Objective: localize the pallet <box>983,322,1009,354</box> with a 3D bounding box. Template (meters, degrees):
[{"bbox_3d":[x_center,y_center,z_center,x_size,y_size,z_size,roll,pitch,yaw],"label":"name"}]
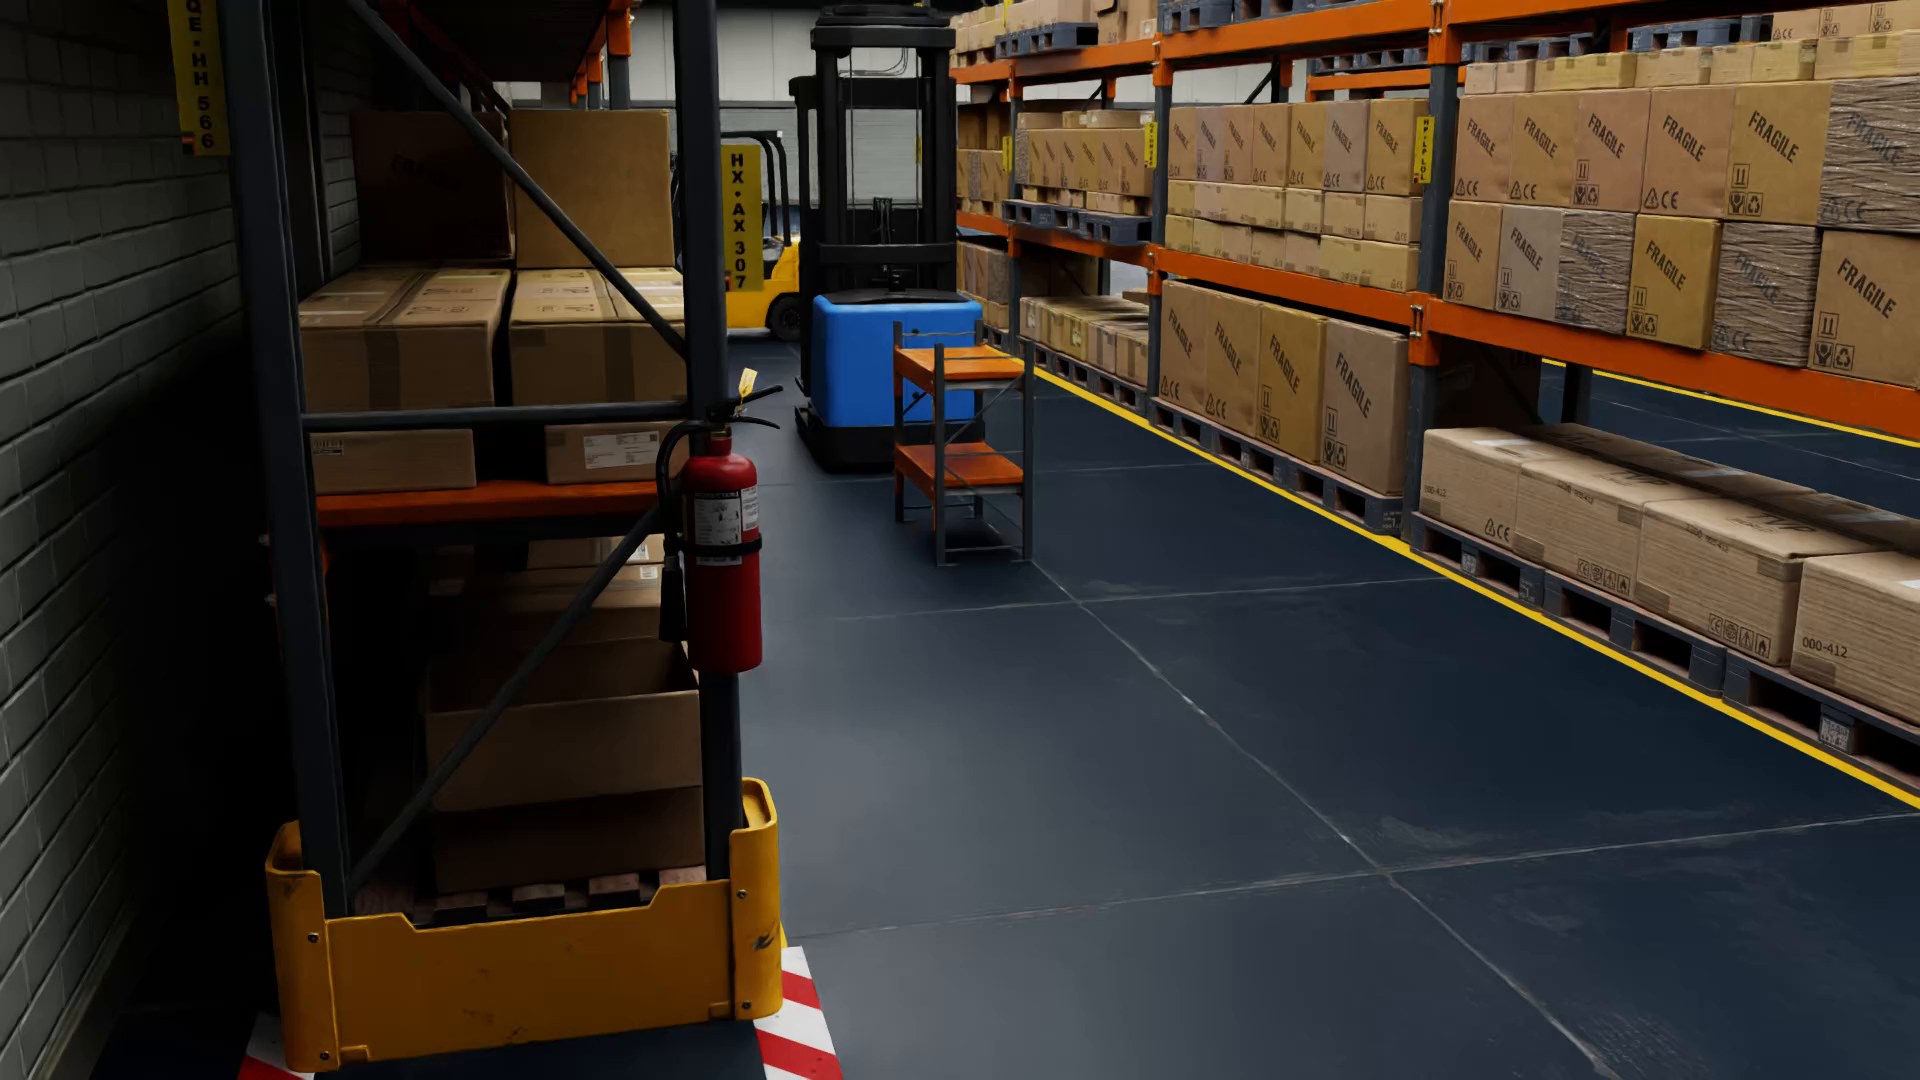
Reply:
[{"bbox_3d":[0.792,-2.115,17.139,1.003,0.211,1.213,-3,14,-13],"label":"pallet"}]

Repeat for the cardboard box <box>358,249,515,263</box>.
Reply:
[{"bbox_3d":[-1.864,-0.901,5.985,0.500,0.250,0.500,-3,14,-12],"label":"cardboard box"}]

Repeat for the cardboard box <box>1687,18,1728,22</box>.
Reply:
[{"bbox_3d":[6.174,-4.584,14.141,0.500,0.311,0.500,-3,14,-13],"label":"cardboard box"}]

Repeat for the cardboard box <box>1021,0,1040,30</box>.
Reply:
[{"bbox_3d":[0.851,-4.631,14.672,0.500,0.250,0.500,-3,14,-14],"label":"cardboard box"}]

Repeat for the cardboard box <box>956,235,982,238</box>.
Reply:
[{"bbox_3d":[-0.029,-3.265,19.299,0.500,0.500,0.500,-4,14,-15],"label":"cardboard box"}]

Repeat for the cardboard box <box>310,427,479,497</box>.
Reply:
[{"bbox_3d":[-1.361,-0.210,3.996,0.380,0.149,0.250,-3,14,-14],"label":"cardboard box"}]

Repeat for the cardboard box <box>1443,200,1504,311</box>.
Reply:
[{"bbox_3d":[2.718,-1.397,8.113,0.500,0.500,0.500,-3,14,-11],"label":"cardboard box"}]

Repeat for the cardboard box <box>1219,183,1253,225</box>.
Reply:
[{"bbox_3d":[2.027,-2.198,10.867,0.500,0.250,0.500,-3,14,-13],"label":"cardboard box"}]

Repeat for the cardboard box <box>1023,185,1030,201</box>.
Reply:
[{"bbox_3d":[0.806,-3.253,15.568,0.380,0.149,0.250,-3,14,-12],"label":"cardboard box"}]

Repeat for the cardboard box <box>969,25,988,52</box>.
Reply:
[{"bbox_3d":[0.393,-5.167,17.125,0.500,0.250,0.500,-4,14,-14],"label":"cardboard box"}]

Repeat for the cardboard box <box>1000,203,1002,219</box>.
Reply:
[{"bbox_3d":[0.612,-3.252,16.445,0.380,0.149,0.250,-3,14,-14],"label":"cardboard box"}]

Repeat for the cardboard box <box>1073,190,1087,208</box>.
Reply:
[{"bbox_3d":[1.176,-2.891,14.085,0.380,0.149,0.250,-4,14,-15],"label":"cardboard box"}]

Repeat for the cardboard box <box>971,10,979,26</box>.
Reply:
[{"bbox_3d":[0.327,-5.395,17.220,0.380,0.149,0.250,-3,14,-13],"label":"cardboard box"}]

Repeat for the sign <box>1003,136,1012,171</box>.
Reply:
[{"bbox_3d":[0.458,-3.705,15.948,0.100,0.325,0.005,-3,14,-13],"label":"sign"}]

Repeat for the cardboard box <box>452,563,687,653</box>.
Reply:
[{"bbox_3d":[-1.237,0.394,5.377,0.700,0.500,0.500,-3,14,-11],"label":"cardboard box"}]

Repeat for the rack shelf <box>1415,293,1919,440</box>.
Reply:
[{"bbox_3d":[3.332,-0.660,6.824,1.077,0.370,4.000,-3,14,-13],"label":"rack shelf"}]

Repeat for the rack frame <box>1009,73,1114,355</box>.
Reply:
[{"bbox_3d":[0.984,-3.317,16.182,1.000,3.000,0.127,-3,14,-13],"label":"rack frame"}]

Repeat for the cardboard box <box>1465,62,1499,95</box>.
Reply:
[{"bbox_3d":[2.684,-2.233,8.063,0.380,0.149,0.250,-3,14,-14],"label":"cardboard box"}]

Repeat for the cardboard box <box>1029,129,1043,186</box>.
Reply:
[{"bbox_3d":[0.933,-3.474,15.104,0.500,0.500,0.500,-3,14,-13],"label":"cardboard box"}]

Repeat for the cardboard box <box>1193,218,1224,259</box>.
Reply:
[{"bbox_3d":[1.931,-2.076,11.422,0.500,0.250,0.500,-4,14,-15],"label":"cardboard box"}]

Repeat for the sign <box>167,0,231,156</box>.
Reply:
[{"bbox_3d":[-1.566,-0.960,3.432,0.100,0.325,0.005,-3,14,-13],"label":"sign"}]

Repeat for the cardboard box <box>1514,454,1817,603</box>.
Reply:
[{"bbox_3d":[3.116,-0.073,7.419,0.875,0.438,0.875,-4,14,-15],"label":"cardboard box"}]

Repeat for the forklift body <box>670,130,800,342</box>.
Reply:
[{"bbox_3d":[-2.561,-3.214,17.549,2.313,2.155,1.214,-3,14,-13],"label":"forklift body"}]

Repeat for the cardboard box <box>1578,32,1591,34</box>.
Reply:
[{"bbox_3d":[6.275,-4.980,15.891,0.500,0.250,0.500,-3,14,-14],"label":"cardboard box"}]

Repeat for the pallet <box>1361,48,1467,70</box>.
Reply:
[{"bbox_3d":[5.306,-5.500,18.986,1.003,0.211,1.213,-3,14,-13],"label":"pallet"}]

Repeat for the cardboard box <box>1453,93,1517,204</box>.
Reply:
[{"bbox_3d":[2.739,-1.882,7.992,0.500,0.500,0.500,-3,14,-13],"label":"cardboard box"}]

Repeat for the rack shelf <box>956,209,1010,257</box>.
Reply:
[{"bbox_3d":[0.514,-3.428,18.156,1.077,0.370,4.000,-3,14,-13],"label":"rack shelf"}]

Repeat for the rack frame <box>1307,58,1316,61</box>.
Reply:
[{"bbox_3d":[4.832,-7.453,20.471,1.000,3.000,0.127,-3,14,-13],"label":"rack frame"}]

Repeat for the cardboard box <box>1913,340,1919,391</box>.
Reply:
[{"bbox_3d":[3.431,-0.693,5.234,0.500,0.500,0.500,-3,14,-13],"label":"cardboard box"}]

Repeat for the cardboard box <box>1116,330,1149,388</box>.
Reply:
[{"bbox_3d":[1.800,-1.452,13.202,0.950,0.372,0.625,-4,14,-17],"label":"cardboard box"}]

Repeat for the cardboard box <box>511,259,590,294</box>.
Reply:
[{"bbox_3d":[-1.248,-0.812,5.619,0.500,0.250,0.500,-4,14,-15],"label":"cardboard box"}]

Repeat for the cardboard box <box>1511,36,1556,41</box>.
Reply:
[{"bbox_3d":[6.016,-5.306,17.440,0.380,0.149,0.250,-4,14,-14],"label":"cardboard box"}]

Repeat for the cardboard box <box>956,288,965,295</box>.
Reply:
[{"bbox_3d":[0.218,-2.663,18.414,0.500,0.250,0.500,-2,14,-9],"label":"cardboard box"}]

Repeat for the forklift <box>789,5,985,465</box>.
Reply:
[{"bbox_3d":[-0.612,-2.211,11.802,1.130,2.935,3.031,-3,14,-10],"label":"forklift"}]

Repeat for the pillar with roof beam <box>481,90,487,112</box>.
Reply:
[{"bbox_3d":[-4.126,-9.673,29.561,9.100,9.000,0.400,-3,14,-13],"label":"pillar with roof beam"}]

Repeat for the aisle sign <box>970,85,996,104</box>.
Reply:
[{"bbox_3d":[0.312,-5.533,19.775,0.394,0.787,0.004,-3,14,-13],"label":"aisle sign"}]

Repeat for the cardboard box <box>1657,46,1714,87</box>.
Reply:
[{"bbox_3d":[3.024,-1.881,6.620,0.380,0.149,0.250,-3,14,-13],"label":"cardboard box"}]

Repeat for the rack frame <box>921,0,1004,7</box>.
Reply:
[{"bbox_3d":[0.044,-7.154,19.247,1.000,3.000,0.127,-3,14,-13],"label":"rack frame"}]

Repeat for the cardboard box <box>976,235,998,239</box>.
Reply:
[{"bbox_3d":[0.486,-3.302,19.449,0.500,0.500,0.500,-3,14,-13],"label":"cardboard box"}]

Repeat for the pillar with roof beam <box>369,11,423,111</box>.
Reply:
[{"bbox_3d":[0.101,-5.521,12.564,9.100,9.000,0.400,-3,14,-13],"label":"pillar with roof beam"}]

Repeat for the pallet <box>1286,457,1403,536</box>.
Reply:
[{"bbox_3d":[2.608,-0.290,9.670,1.003,0.211,1.213,-3,14,-13],"label":"pallet"}]

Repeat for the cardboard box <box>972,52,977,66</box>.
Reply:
[{"bbox_3d":[0.343,-5.069,17.565,0.380,0.149,0.250,-3,14,-14],"label":"cardboard box"}]

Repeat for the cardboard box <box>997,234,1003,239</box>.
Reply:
[{"bbox_3d":[0.637,-3.536,19.041,0.380,0.149,0.250,-3,14,-12],"label":"cardboard box"}]

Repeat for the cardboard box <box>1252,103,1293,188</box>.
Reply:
[{"bbox_3d":[2.149,-2.450,10.317,0.500,0.500,0.500,-3,14,-12],"label":"cardboard box"}]

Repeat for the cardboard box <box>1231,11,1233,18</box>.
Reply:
[{"bbox_3d":[1.954,-3.927,12.642,0.396,0.266,0.258,-3,14,-13],"label":"cardboard box"}]

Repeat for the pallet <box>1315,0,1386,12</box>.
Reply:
[{"bbox_3d":[2.599,-3.044,9.149,0.805,0.209,1.217,-4,14,-15],"label":"pallet"}]

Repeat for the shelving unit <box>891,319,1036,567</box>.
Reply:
[{"bbox_3d":[0.002,-0.545,8.787,0.538,1.125,1.048,-3,14,-13],"label":"shelving unit"}]

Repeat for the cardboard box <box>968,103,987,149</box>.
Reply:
[{"bbox_3d":[0.488,-4.695,18.881,0.700,0.500,0.500,-3,14,-13],"label":"cardboard box"}]

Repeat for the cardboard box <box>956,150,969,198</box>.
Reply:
[{"bbox_3d":[0.259,-3.954,17.953,0.500,0.500,0.500,-4,14,-14],"label":"cardboard box"}]

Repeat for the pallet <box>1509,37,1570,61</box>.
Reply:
[{"bbox_3d":[6.035,-4.771,16.219,0.805,0.209,1.217,-4,14,-15],"label":"pallet"}]
